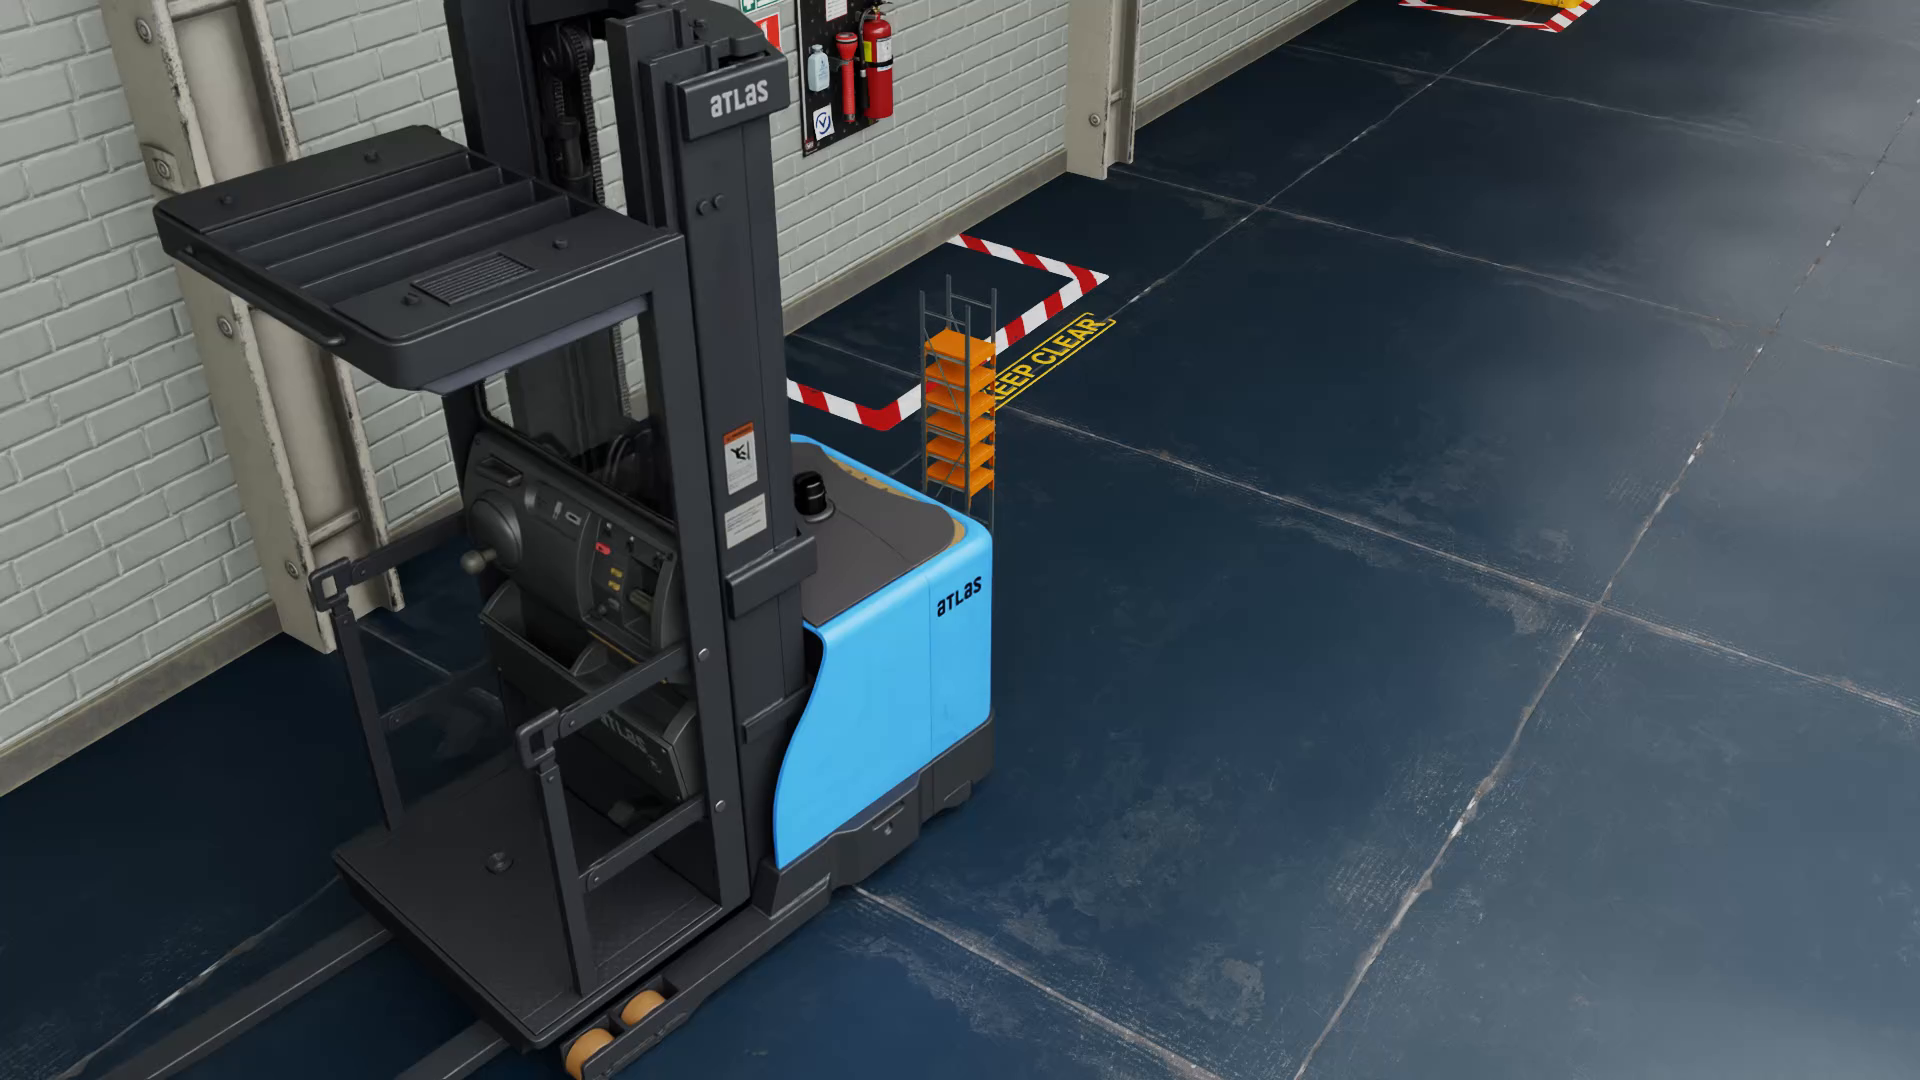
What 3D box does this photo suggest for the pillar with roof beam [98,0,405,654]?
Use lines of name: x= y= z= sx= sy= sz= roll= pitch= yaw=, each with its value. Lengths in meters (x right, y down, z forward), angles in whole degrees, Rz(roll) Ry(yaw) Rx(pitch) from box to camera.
pillar with roof beam: x=1.017 y=-2.039 z=2.233 sx=9.100 sy=9.000 sz=0.400 roll=21 pitch=39 yaw=28

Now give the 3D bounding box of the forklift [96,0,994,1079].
forklift: x=-1.245 y=0.064 z=4.538 sx=1.130 sy=2.935 sz=3.031 roll=27 pitch=43 yaw=34

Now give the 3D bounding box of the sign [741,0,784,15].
sign: x=-0.929 y=-2.577 z=7.879 sx=0.001 sy=0.109 sz=0.331 roll=21 pitch=39 yaw=28

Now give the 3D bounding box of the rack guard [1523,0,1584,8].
rack guard: x=4.677 y=-4.853 z=13.980 sx=1.175 sy=0.500 sz=0.348 roll=21 pitch=39 yaw=28

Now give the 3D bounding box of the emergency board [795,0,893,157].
emergency board: x=-0.539 y=-2.565 z=8.366 sx=0.194 sy=1.169 sz=0.643 roll=21 pitch=39 yaw=28

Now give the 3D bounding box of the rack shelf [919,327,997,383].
rack shelf: x=-0.008 y=-0.752 z=6.727 sx=0.258 sy=0.103 sz=0.180 roll=21 pitch=39 yaw=28

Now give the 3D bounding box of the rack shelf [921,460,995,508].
rack shelf: x=-0.008 y=-0.255 z=7.063 sx=0.258 sy=0.103 sz=0.180 roll=21 pitch=39 yaw=28

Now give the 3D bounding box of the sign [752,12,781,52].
sign: x=-0.939 y=-2.359 z=8.028 sx=0.001 sy=0.329 sz=0.234 roll=21 pitch=39 yaw=28

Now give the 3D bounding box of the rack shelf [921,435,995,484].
rack shelf: x=-0.008 y=-0.354 z=6.996 sx=0.258 sy=0.103 sz=0.180 roll=21 pitch=39 yaw=28

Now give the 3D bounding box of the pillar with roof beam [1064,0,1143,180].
pillar with roof beam: x=4.438 y=-4.801 z=6.316 sx=9.100 sy=9.000 sz=0.400 roll=21 pitch=39 yaw=28

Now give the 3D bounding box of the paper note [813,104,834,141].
paper note: x=-0.697 y=-2.141 z=8.525 sx=0.016 sy=0.148 sz=0.142 roll=21 pitch=39 yaw=28

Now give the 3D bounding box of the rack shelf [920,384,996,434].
rack shelf: x=-0.008 y=-0.553 z=6.862 sx=0.258 sy=0.103 sz=0.180 roll=21 pitch=39 yaw=28

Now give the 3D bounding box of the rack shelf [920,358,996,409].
rack shelf: x=-0.008 y=-0.652 z=6.794 sx=0.258 sy=0.103 sz=0.180 roll=21 pitch=39 yaw=28

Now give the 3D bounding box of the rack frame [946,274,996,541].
rack frame: x=0.044 y=-0.532 z=6.966 sx=0.240 sy=1.200 sz=0.006 roll=21 pitch=39 yaw=28

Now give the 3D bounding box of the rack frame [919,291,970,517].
rack frame: x=-0.060 y=-0.448 z=6.842 sx=0.240 sy=1.200 sz=0.006 roll=21 pitch=39 yaw=28

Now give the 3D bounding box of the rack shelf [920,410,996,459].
rack shelf: x=-0.008 y=-0.454 z=6.929 sx=0.258 sy=0.103 sz=0.180 roll=21 pitch=39 yaw=28

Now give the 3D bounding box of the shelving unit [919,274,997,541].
shelving unit: x=-0.008 y=-0.490 z=6.904 sx=0.258 sy=1.200 sz=0.189 roll=21 pitch=39 yaw=28
